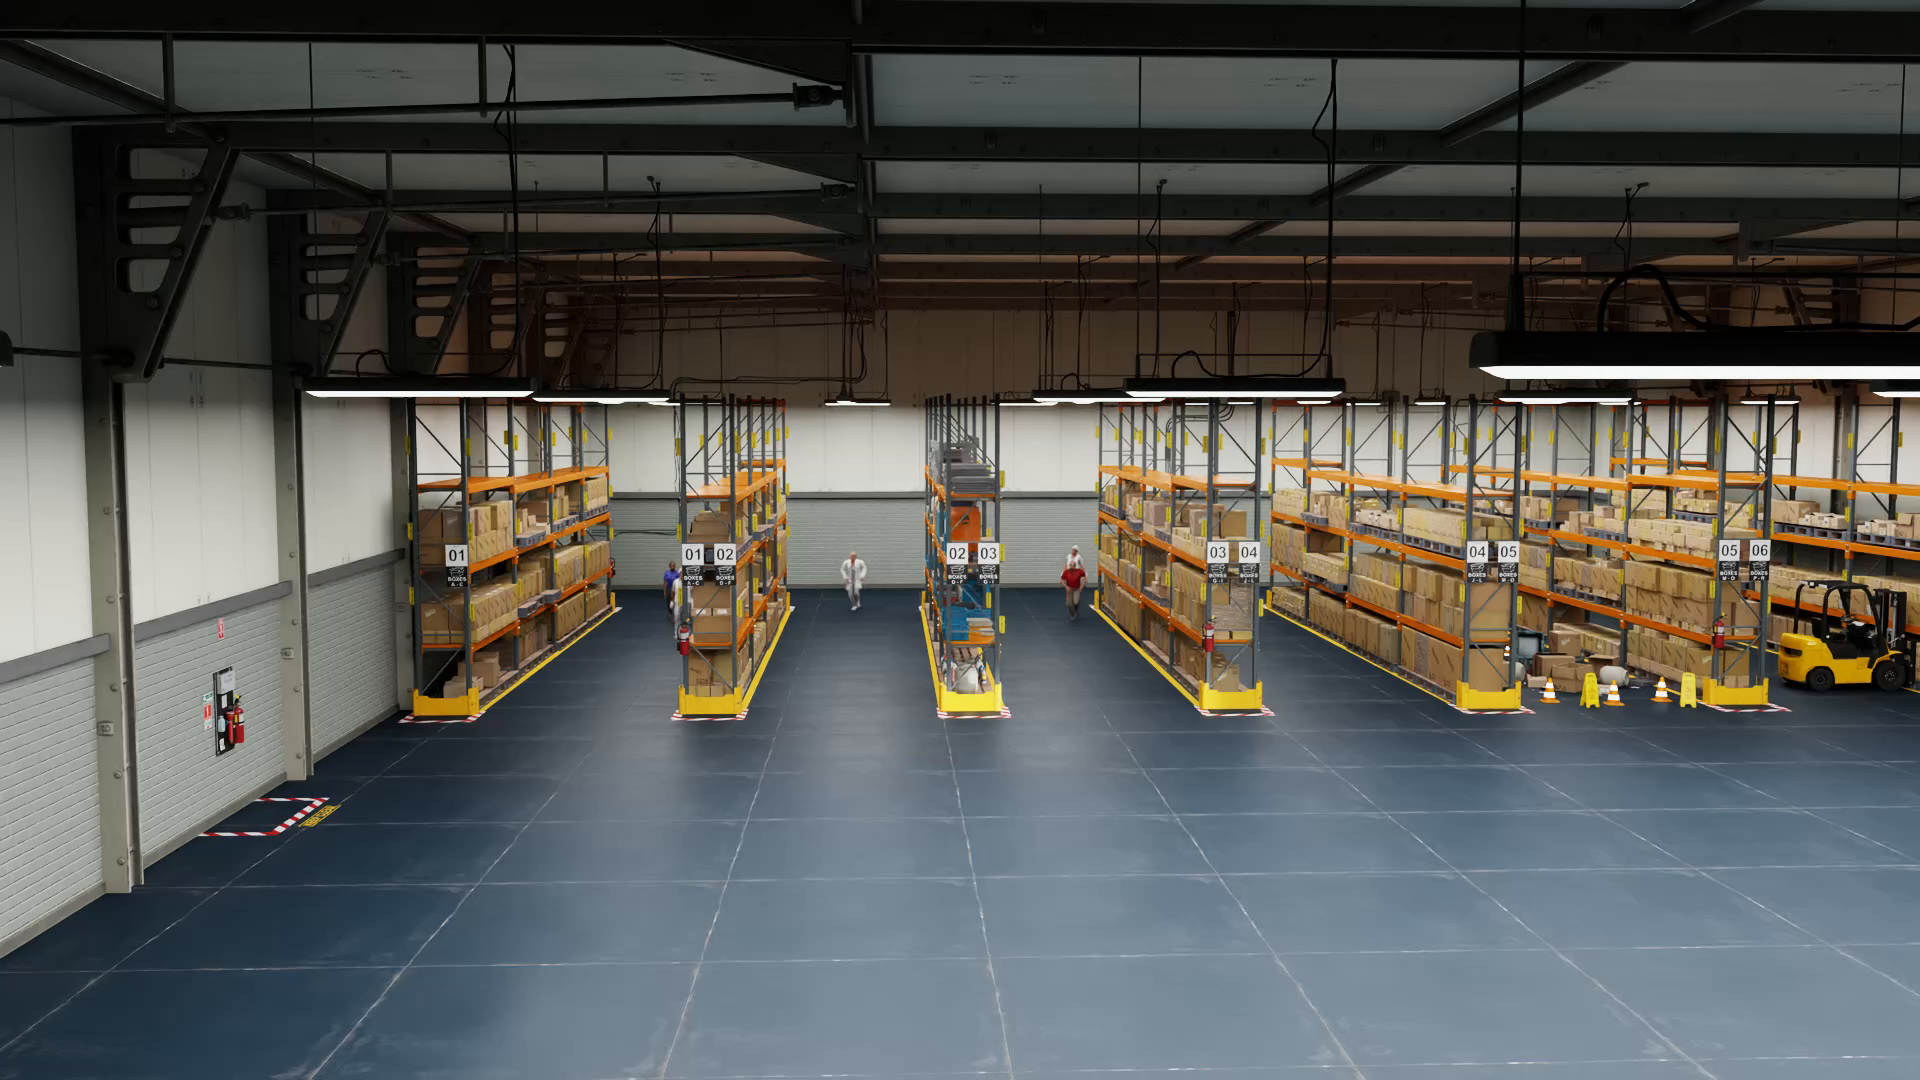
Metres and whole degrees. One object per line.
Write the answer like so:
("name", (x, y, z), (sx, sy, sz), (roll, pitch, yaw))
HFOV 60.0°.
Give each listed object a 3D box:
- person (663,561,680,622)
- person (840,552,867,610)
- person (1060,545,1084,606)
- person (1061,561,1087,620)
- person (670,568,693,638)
("person", (-7.752, 1.366, 44.783), (0.443, 1.595, 1.045), (0, 5, -3))
("person", (-3.012, 1.167, 47.218), (0.731, 1.674, 0.660), (0, 5, 5))
("person", (3.250, 1.020, 48.342), (0.633, 1.734, 1.021), (3, 5, 35))
("person", (3.070, 1.368, 44.853), (0.697, 1.636, 0.726), (1, 5, 8))
("person", (-6.933, 1.552, 41.470), (0.634, 1.715, 1.054), (-1, 5, -7))
